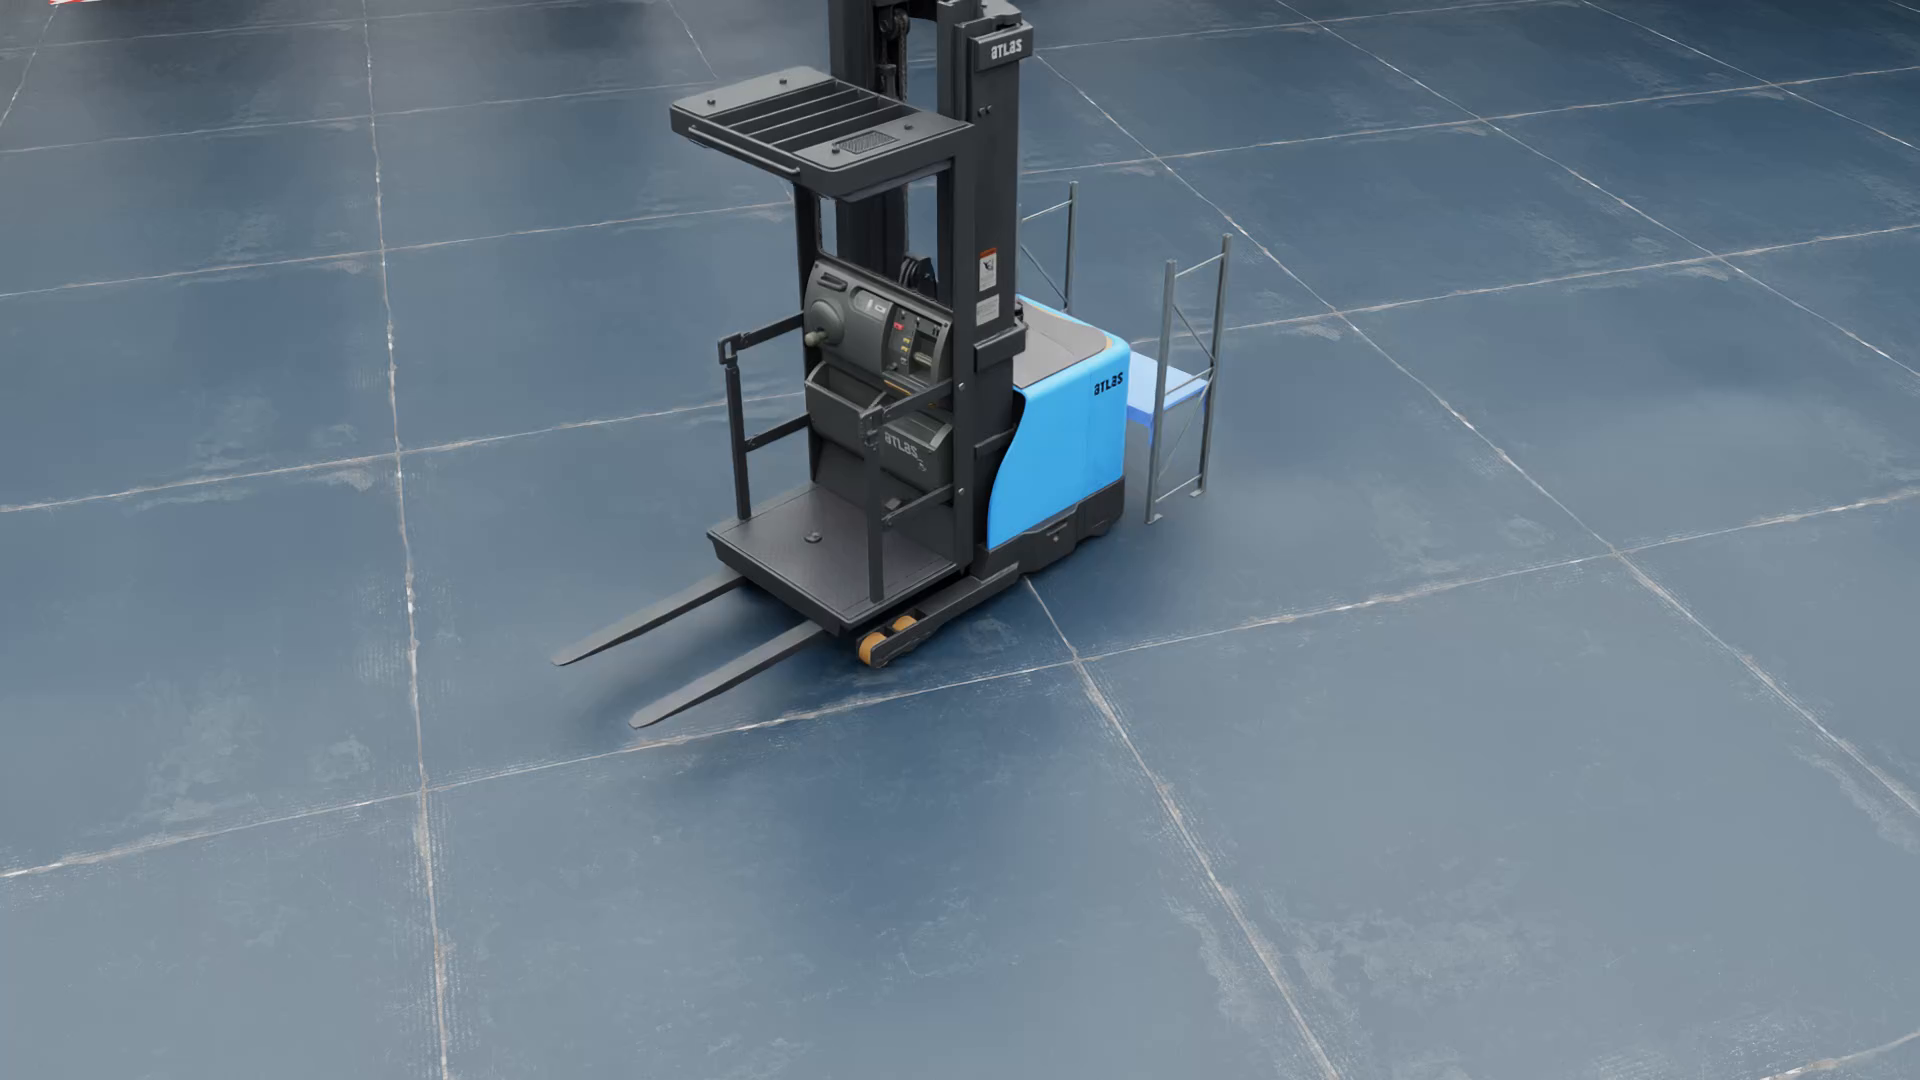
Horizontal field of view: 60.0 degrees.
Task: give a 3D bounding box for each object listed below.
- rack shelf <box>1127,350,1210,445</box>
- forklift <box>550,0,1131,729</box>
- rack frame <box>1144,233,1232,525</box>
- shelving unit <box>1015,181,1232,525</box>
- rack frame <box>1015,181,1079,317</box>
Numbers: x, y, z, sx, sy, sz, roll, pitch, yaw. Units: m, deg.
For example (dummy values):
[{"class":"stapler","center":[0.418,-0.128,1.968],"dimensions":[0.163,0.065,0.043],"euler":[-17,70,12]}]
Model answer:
[{"class":"rack shelf","center":[0.811,-0.857,9.007],"dimensions":[1.000,0.185,0.538],"euler":[28,42,36]},{"class":"forklift","center":[-0.538,-0.942,7.517],"dimensions":[3.031,2.935,1.130],"euler":[-28,43,-36]},{"class":"rack frame","center":[1.177,-0.813,8.614],"dimensions":[0.032,1.500,0.500],"euler":[28,42,36]},{"class":"shelving unit","center":[0.812,-1.008,8.909],"dimensions":[1.048,1.500,0.538],"euler":[28,42,36]},{"class":"rack frame","center":[0.447,-1.203,9.204],"dimensions":[0.032,1.500,0.500],"euler":[28,42,36]}]
